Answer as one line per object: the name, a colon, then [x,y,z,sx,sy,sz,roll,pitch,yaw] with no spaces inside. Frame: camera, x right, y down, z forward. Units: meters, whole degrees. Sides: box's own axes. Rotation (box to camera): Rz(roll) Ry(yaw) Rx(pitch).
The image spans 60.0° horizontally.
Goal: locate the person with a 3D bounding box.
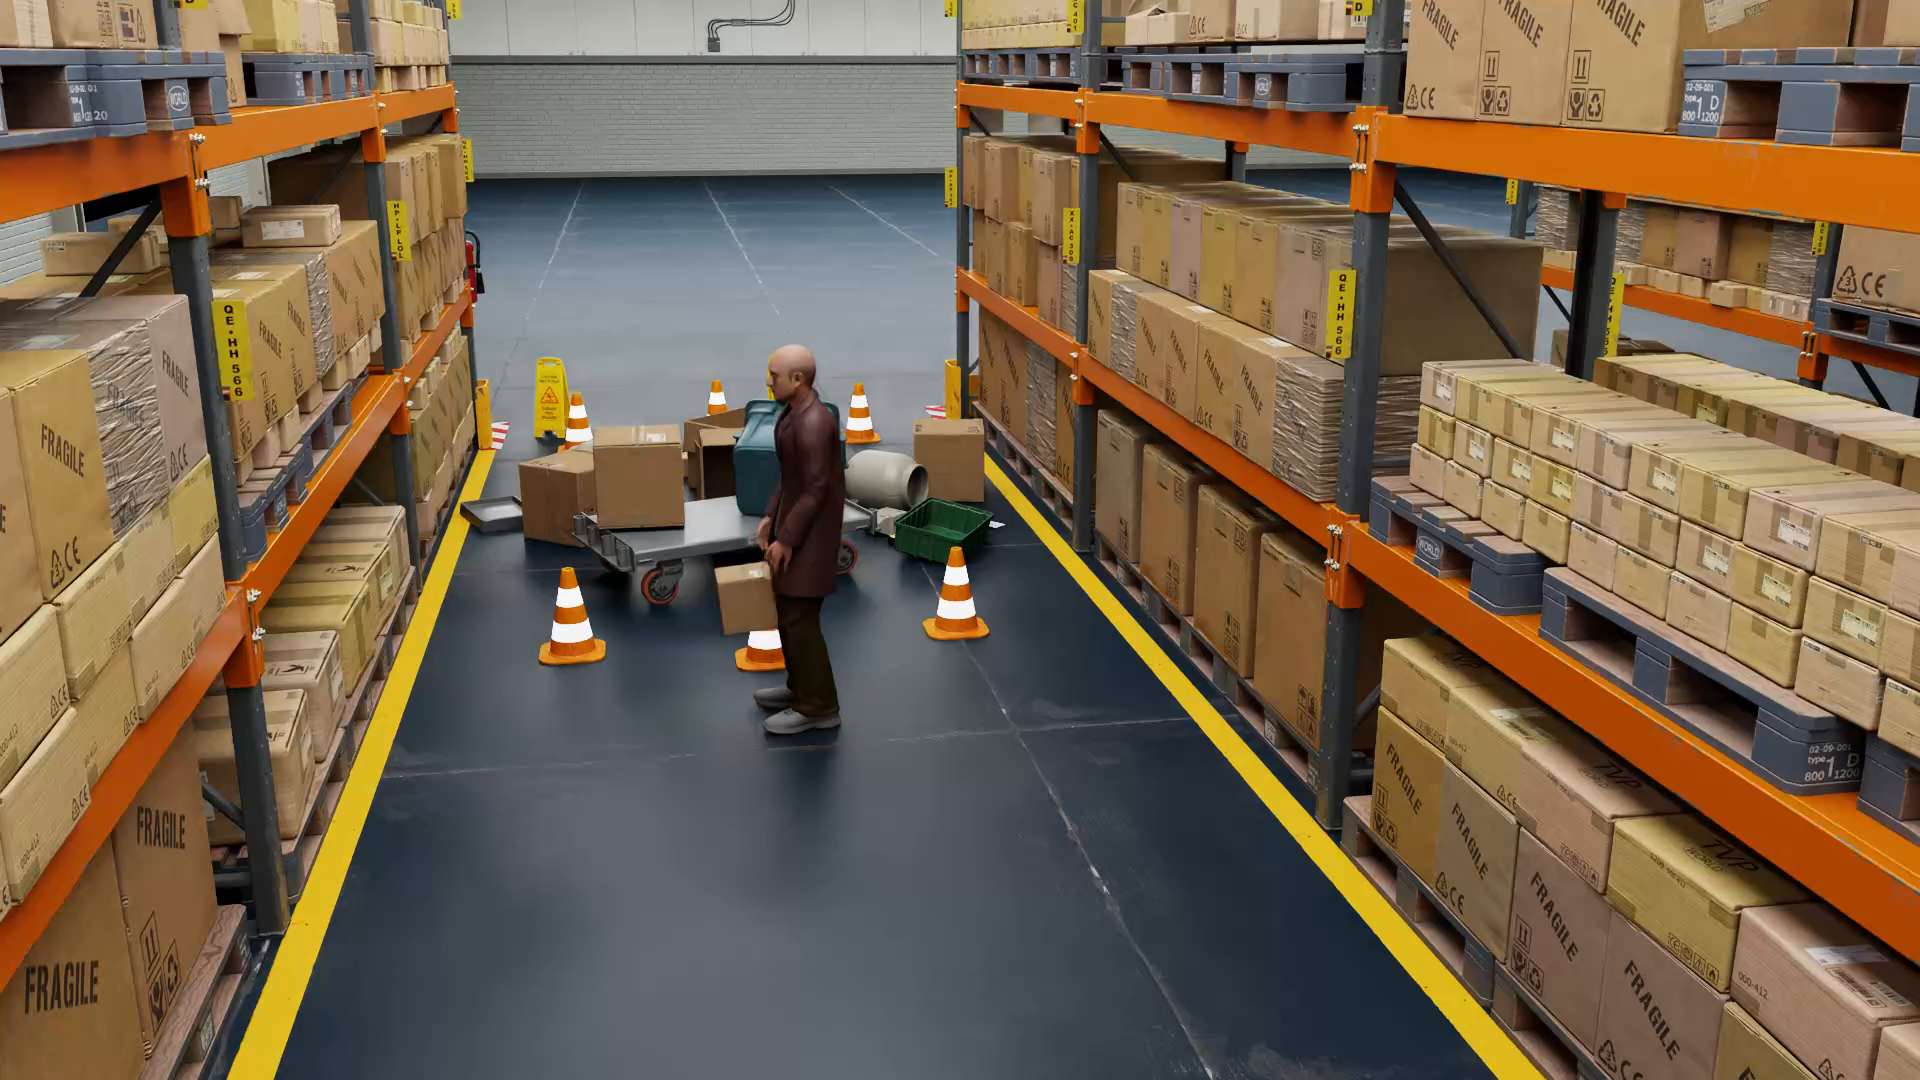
person: [-0.737,-0.012,7.592,0.424,1.779,0.587,-3,16,-12]
